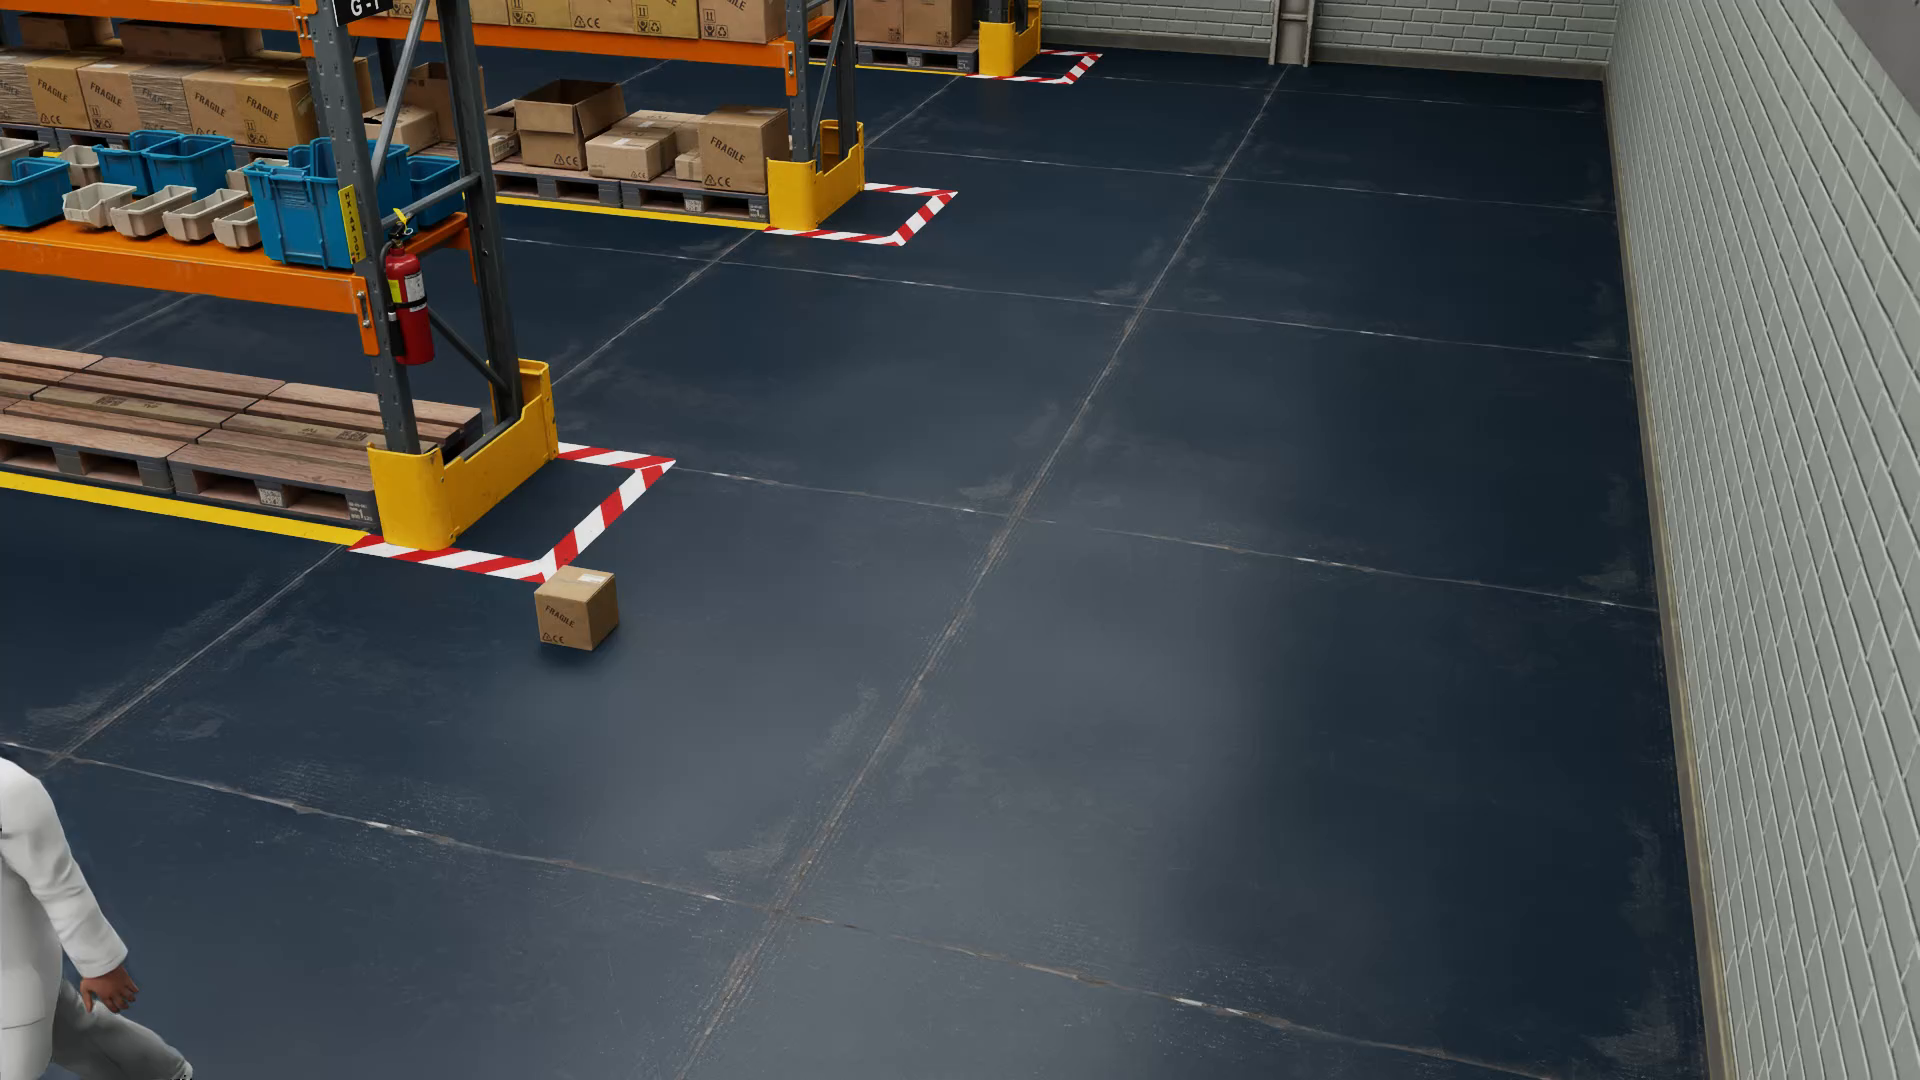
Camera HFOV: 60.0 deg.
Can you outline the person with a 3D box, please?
[{"bbox_3d":[-2.502,1.089,4.134,0.628,1.725,1.062,16,33,26],"label":"person"}]
